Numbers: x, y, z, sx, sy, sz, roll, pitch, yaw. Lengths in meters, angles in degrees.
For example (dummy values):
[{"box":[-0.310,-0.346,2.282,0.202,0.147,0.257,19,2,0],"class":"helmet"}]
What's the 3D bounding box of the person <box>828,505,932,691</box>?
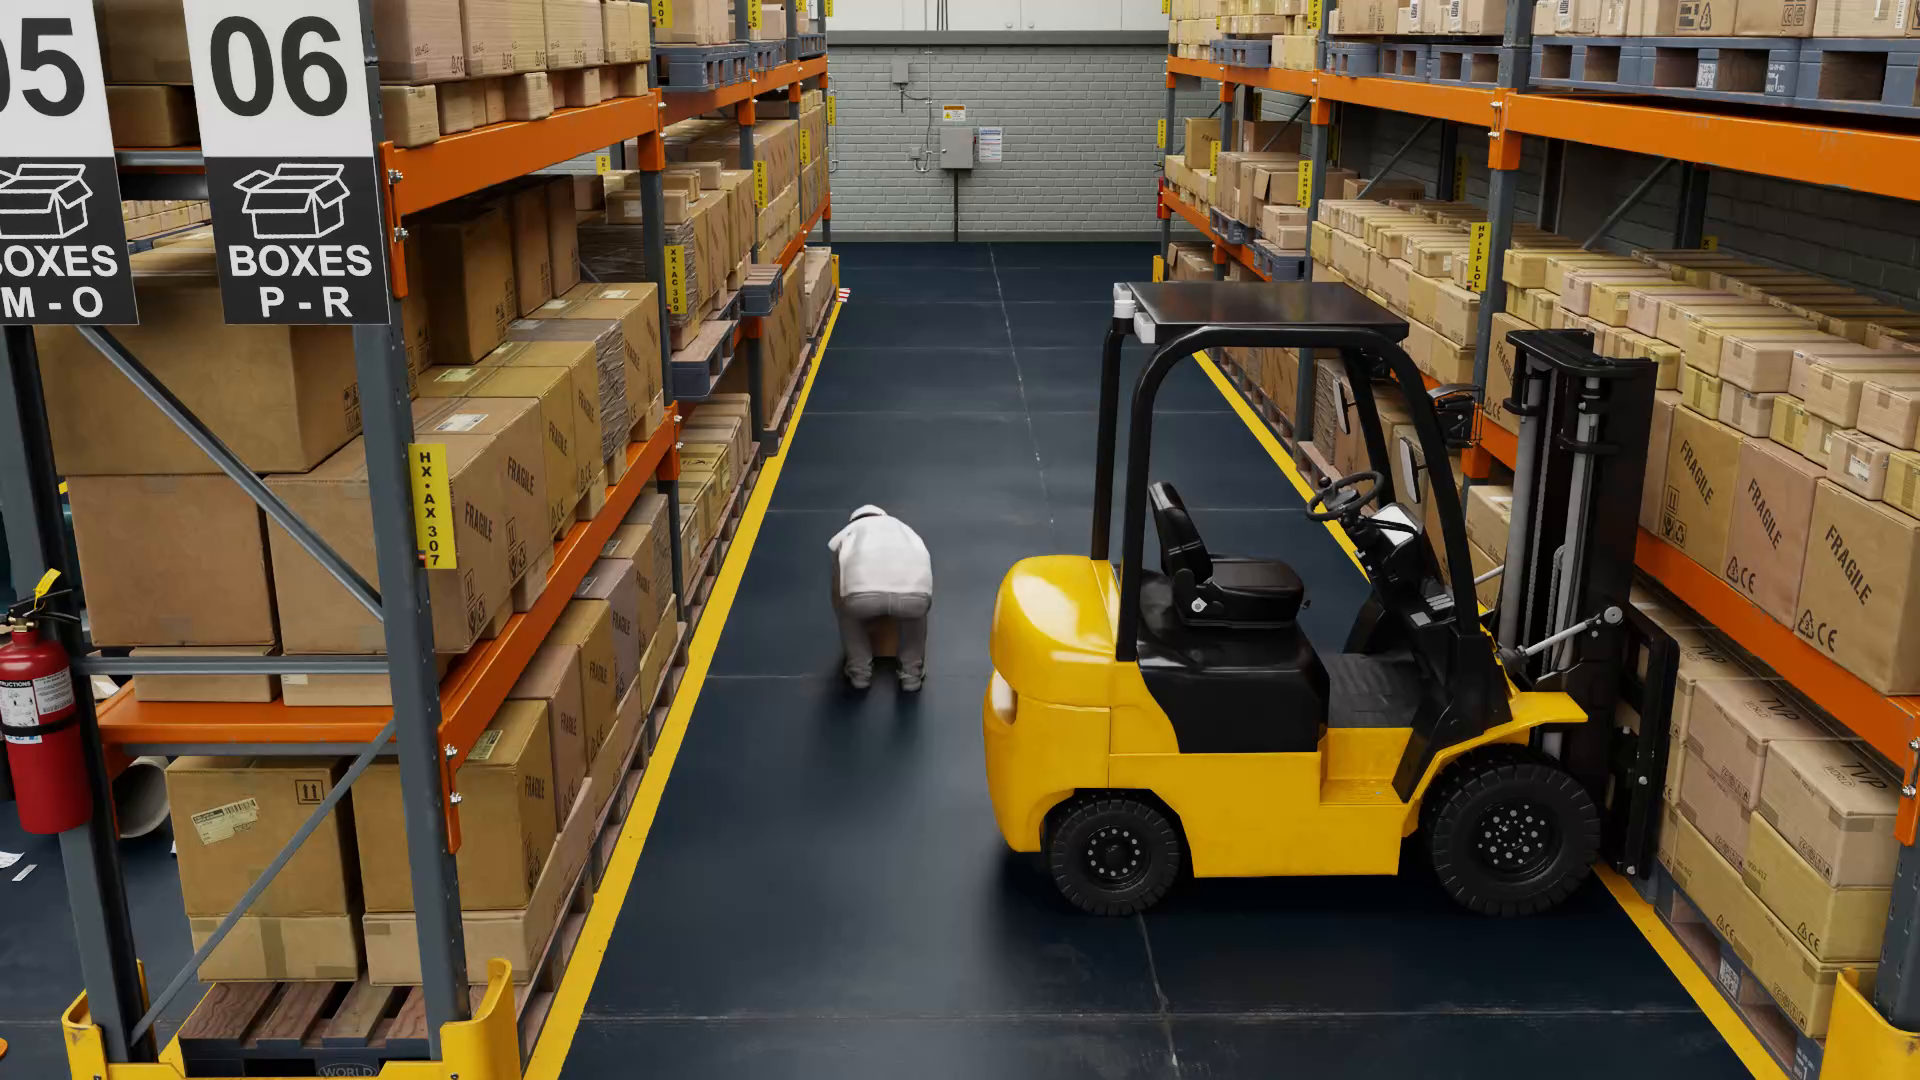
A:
[{"box":[-0.398,0.277,8.293,0.502,0.815,0.999,-2,17,-6],"class":"person"}]
